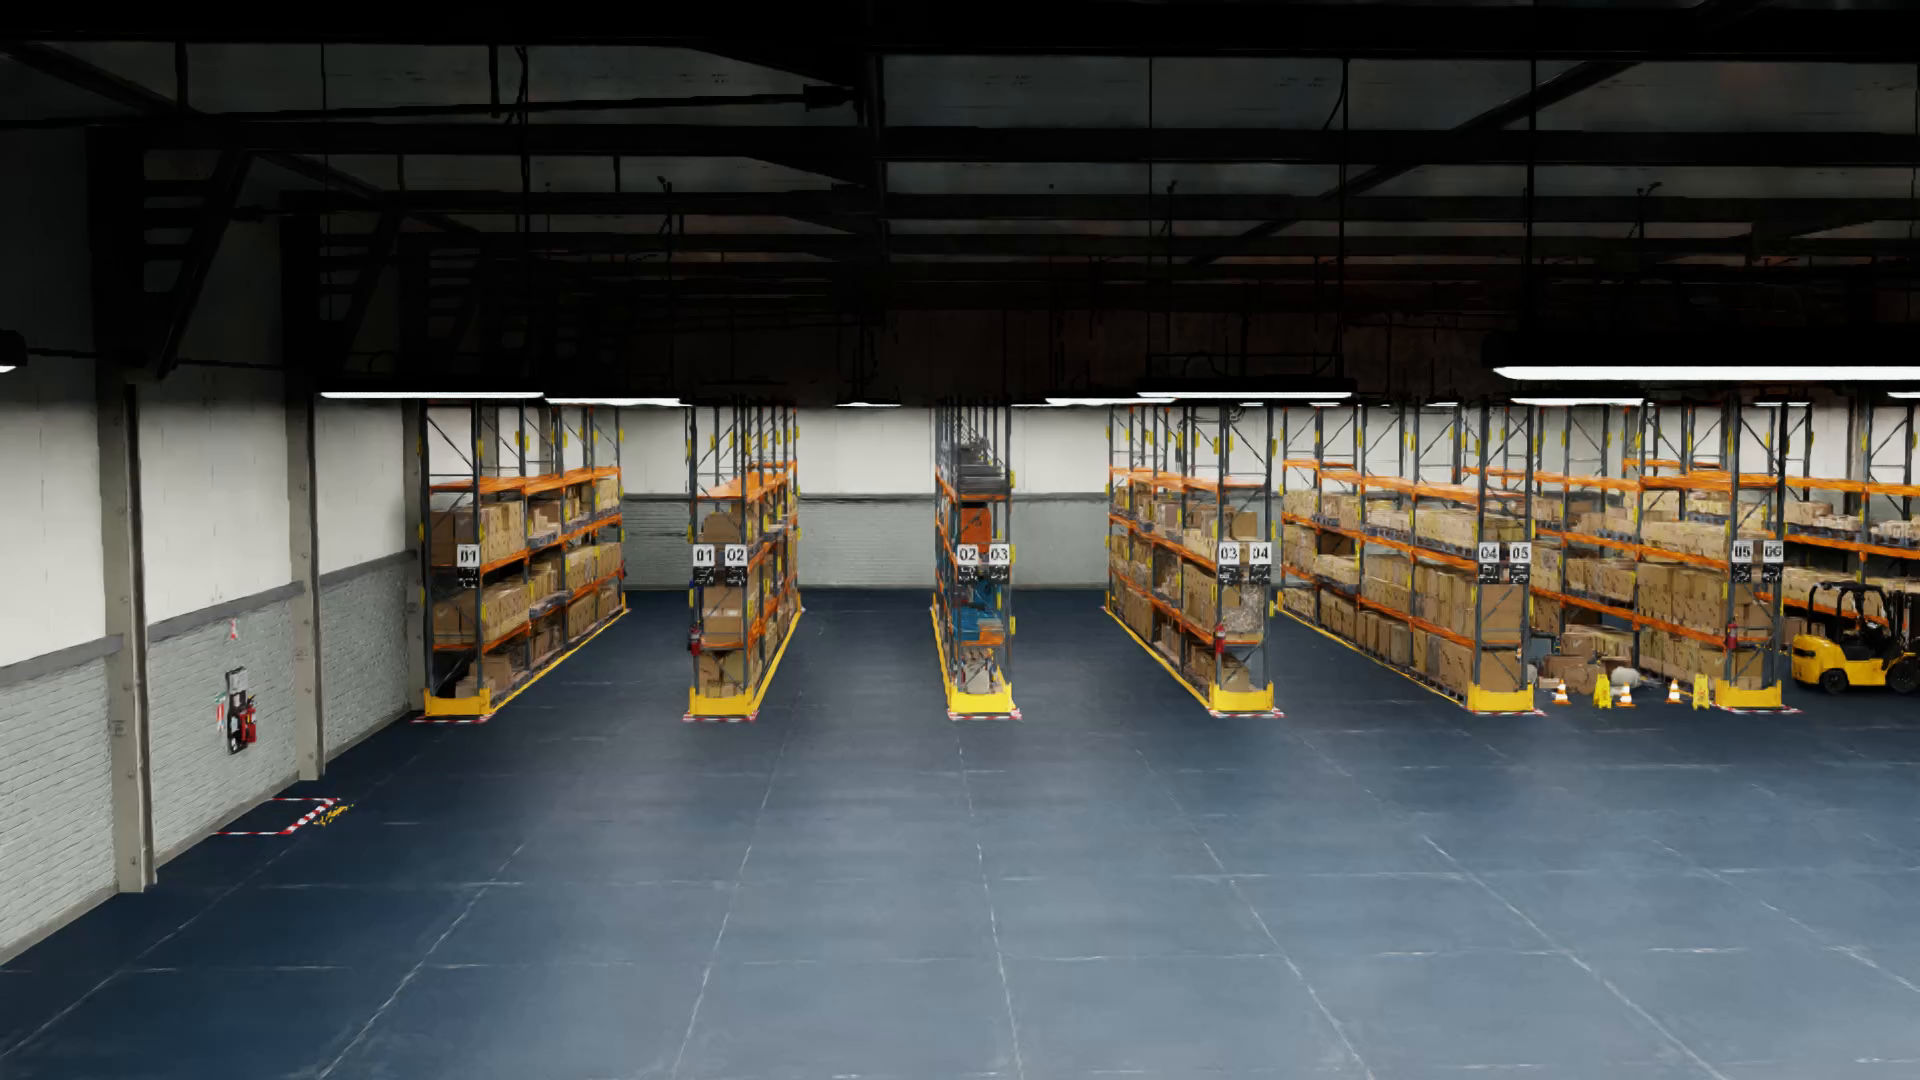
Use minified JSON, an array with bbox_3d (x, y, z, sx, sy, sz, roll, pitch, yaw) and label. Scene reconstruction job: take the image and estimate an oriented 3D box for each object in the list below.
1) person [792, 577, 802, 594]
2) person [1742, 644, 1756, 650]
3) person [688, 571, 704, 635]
[{"bbox_3d":[-5.320,0.838,51.264,0.706,1.695,0.843,-2,5,-20],"label":"person"},{"bbox_3d":[16.796,2.112,35.503,0.474,1.625,0.523,2,5,29],"label":"person"},{"bbox_3d":[-6.686,1.556,42.294,0.422,1.663,0.502,-3,5,-32],"label":"person"}]
